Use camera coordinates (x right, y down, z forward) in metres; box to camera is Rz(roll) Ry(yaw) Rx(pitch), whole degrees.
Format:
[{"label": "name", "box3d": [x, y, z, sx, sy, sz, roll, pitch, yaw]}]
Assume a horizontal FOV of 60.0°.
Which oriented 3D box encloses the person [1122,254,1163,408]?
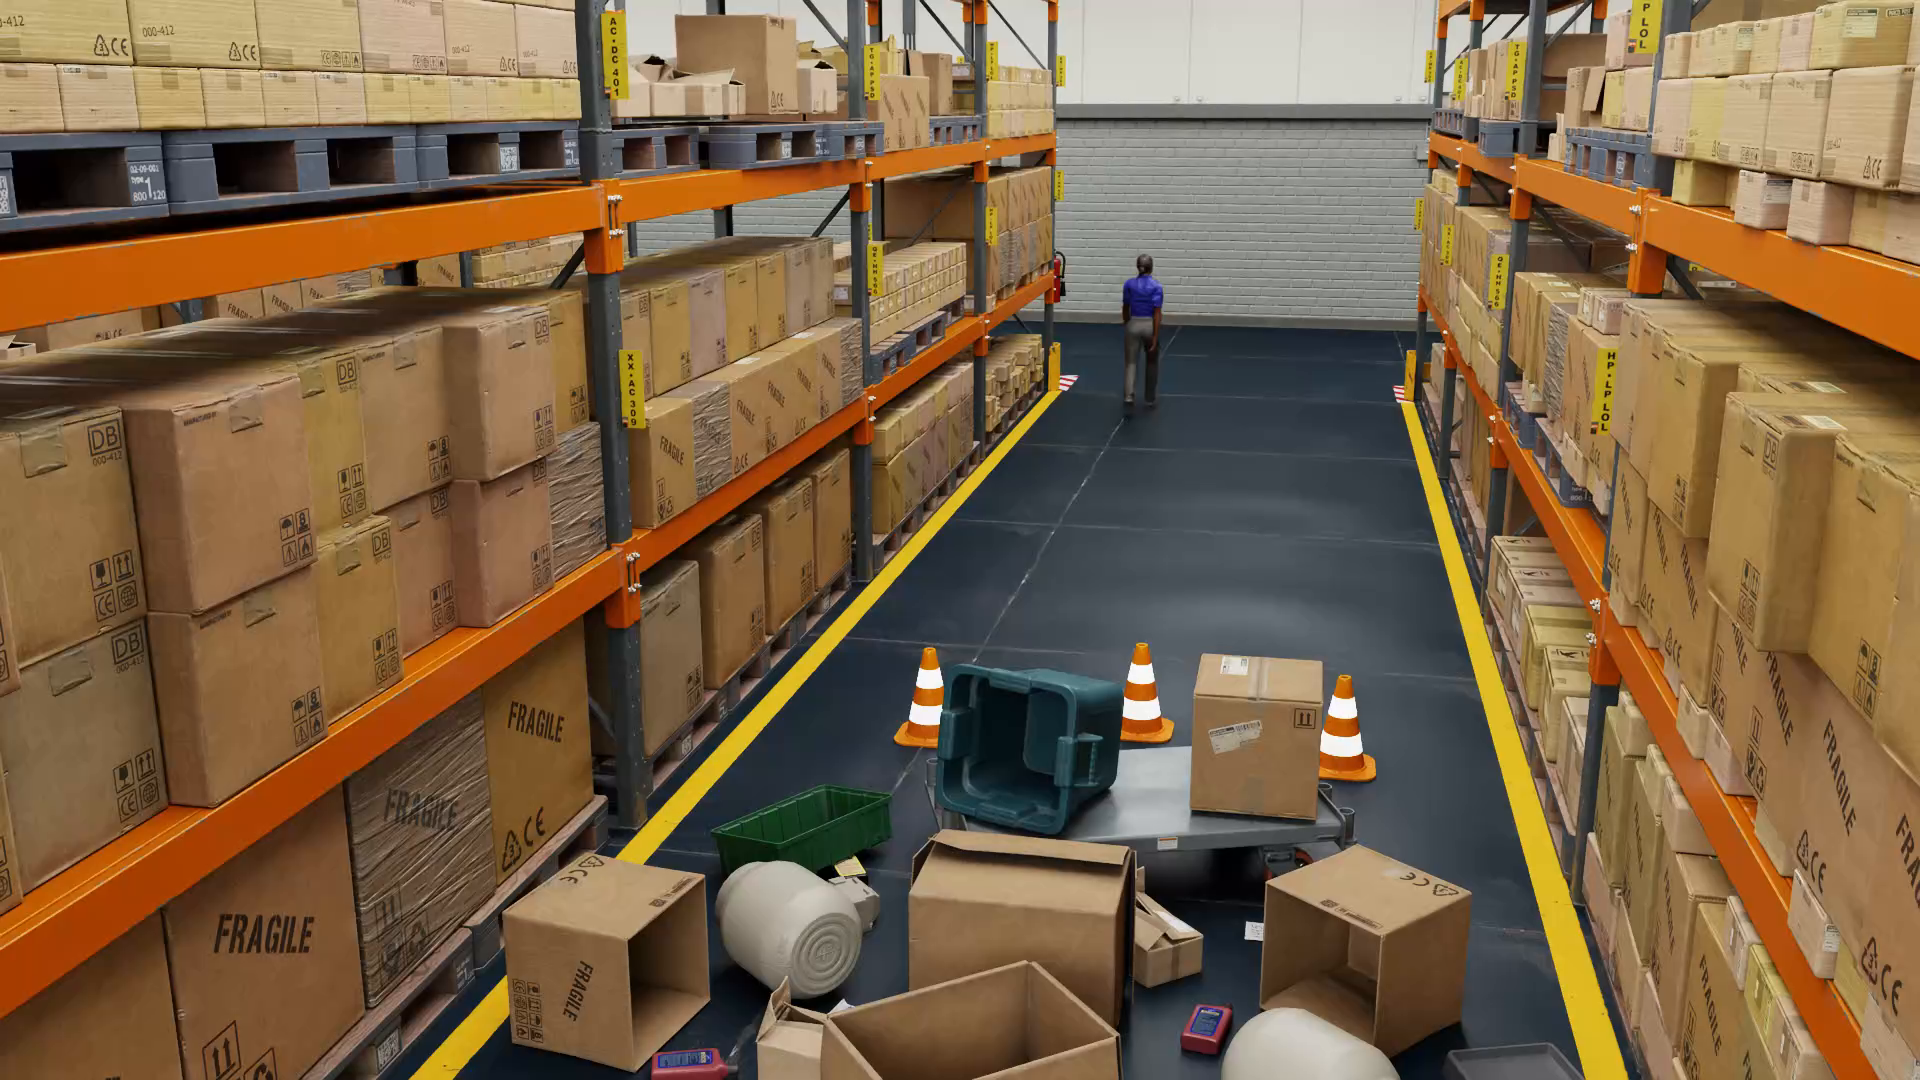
[{"label": "person", "box3d": [1.879, -2.153, 17.180, 0.434, 1.604, 0.967, 3, 15, 12]}]
